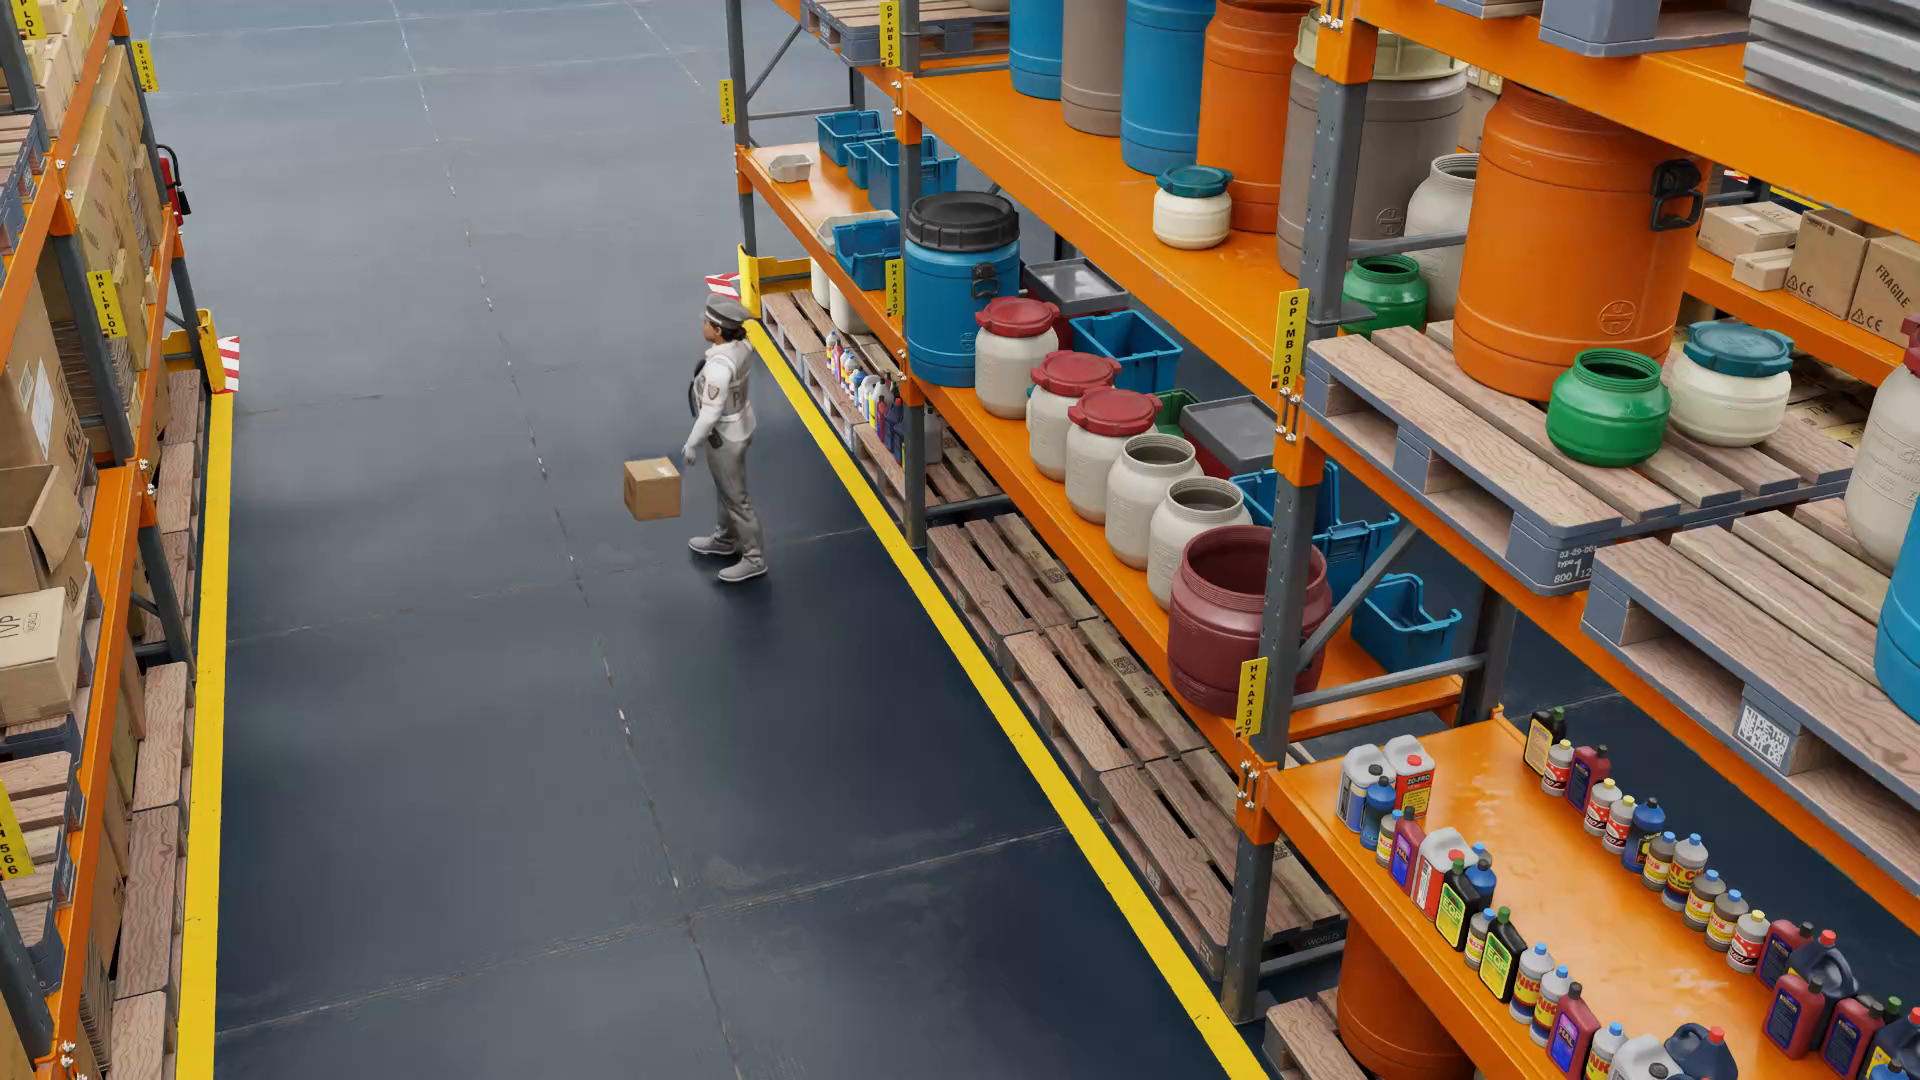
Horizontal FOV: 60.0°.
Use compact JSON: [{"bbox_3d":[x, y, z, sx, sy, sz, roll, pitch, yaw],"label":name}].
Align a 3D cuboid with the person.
[{"bbox_3d":[-1.373,-0.581,9.299,0.532,1.687,0.543,5,30,8],"label":"person"}]
